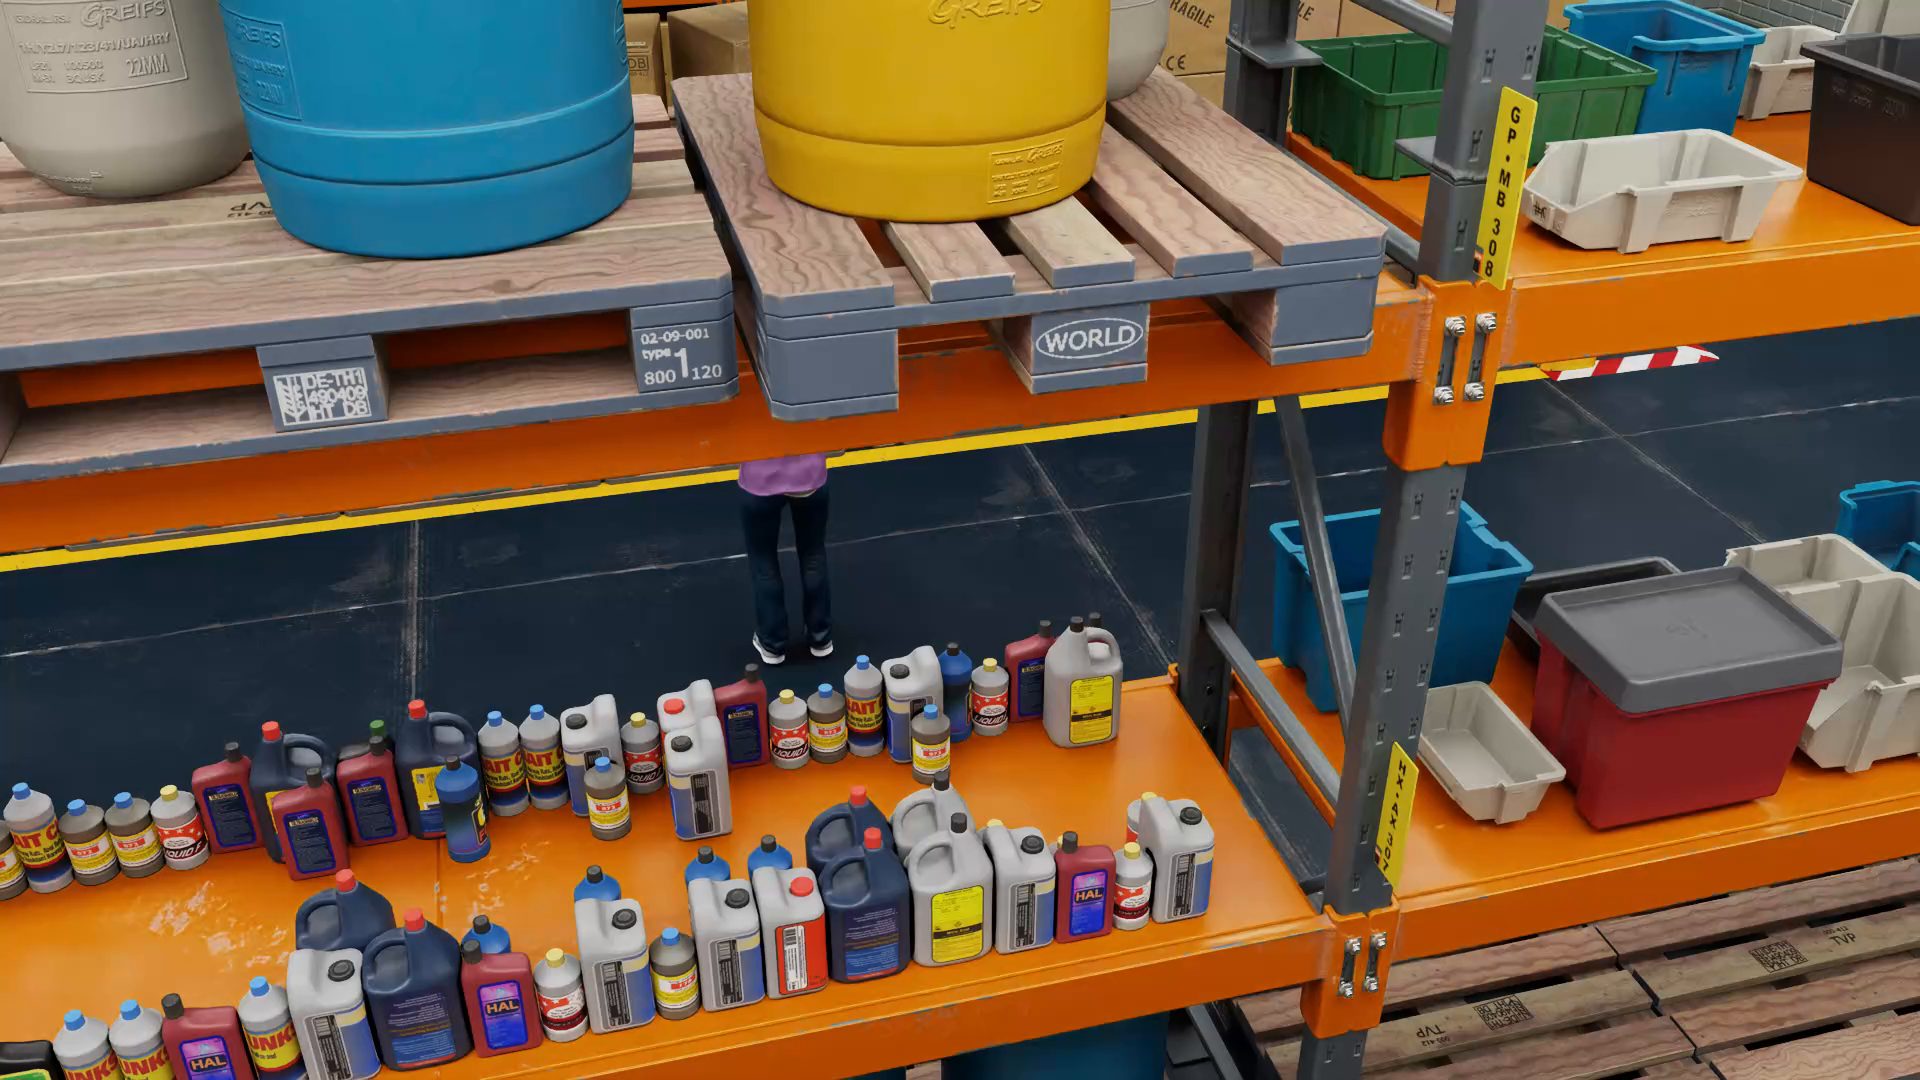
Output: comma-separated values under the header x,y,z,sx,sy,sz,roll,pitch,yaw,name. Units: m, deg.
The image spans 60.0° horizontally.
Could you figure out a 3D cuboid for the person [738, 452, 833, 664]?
x,y,z,sx,sy,sz,roll,pitch,yaw,name
-0.719,-0.263,6.590,0.406,1.588,0.497,-8,32,-13,person
